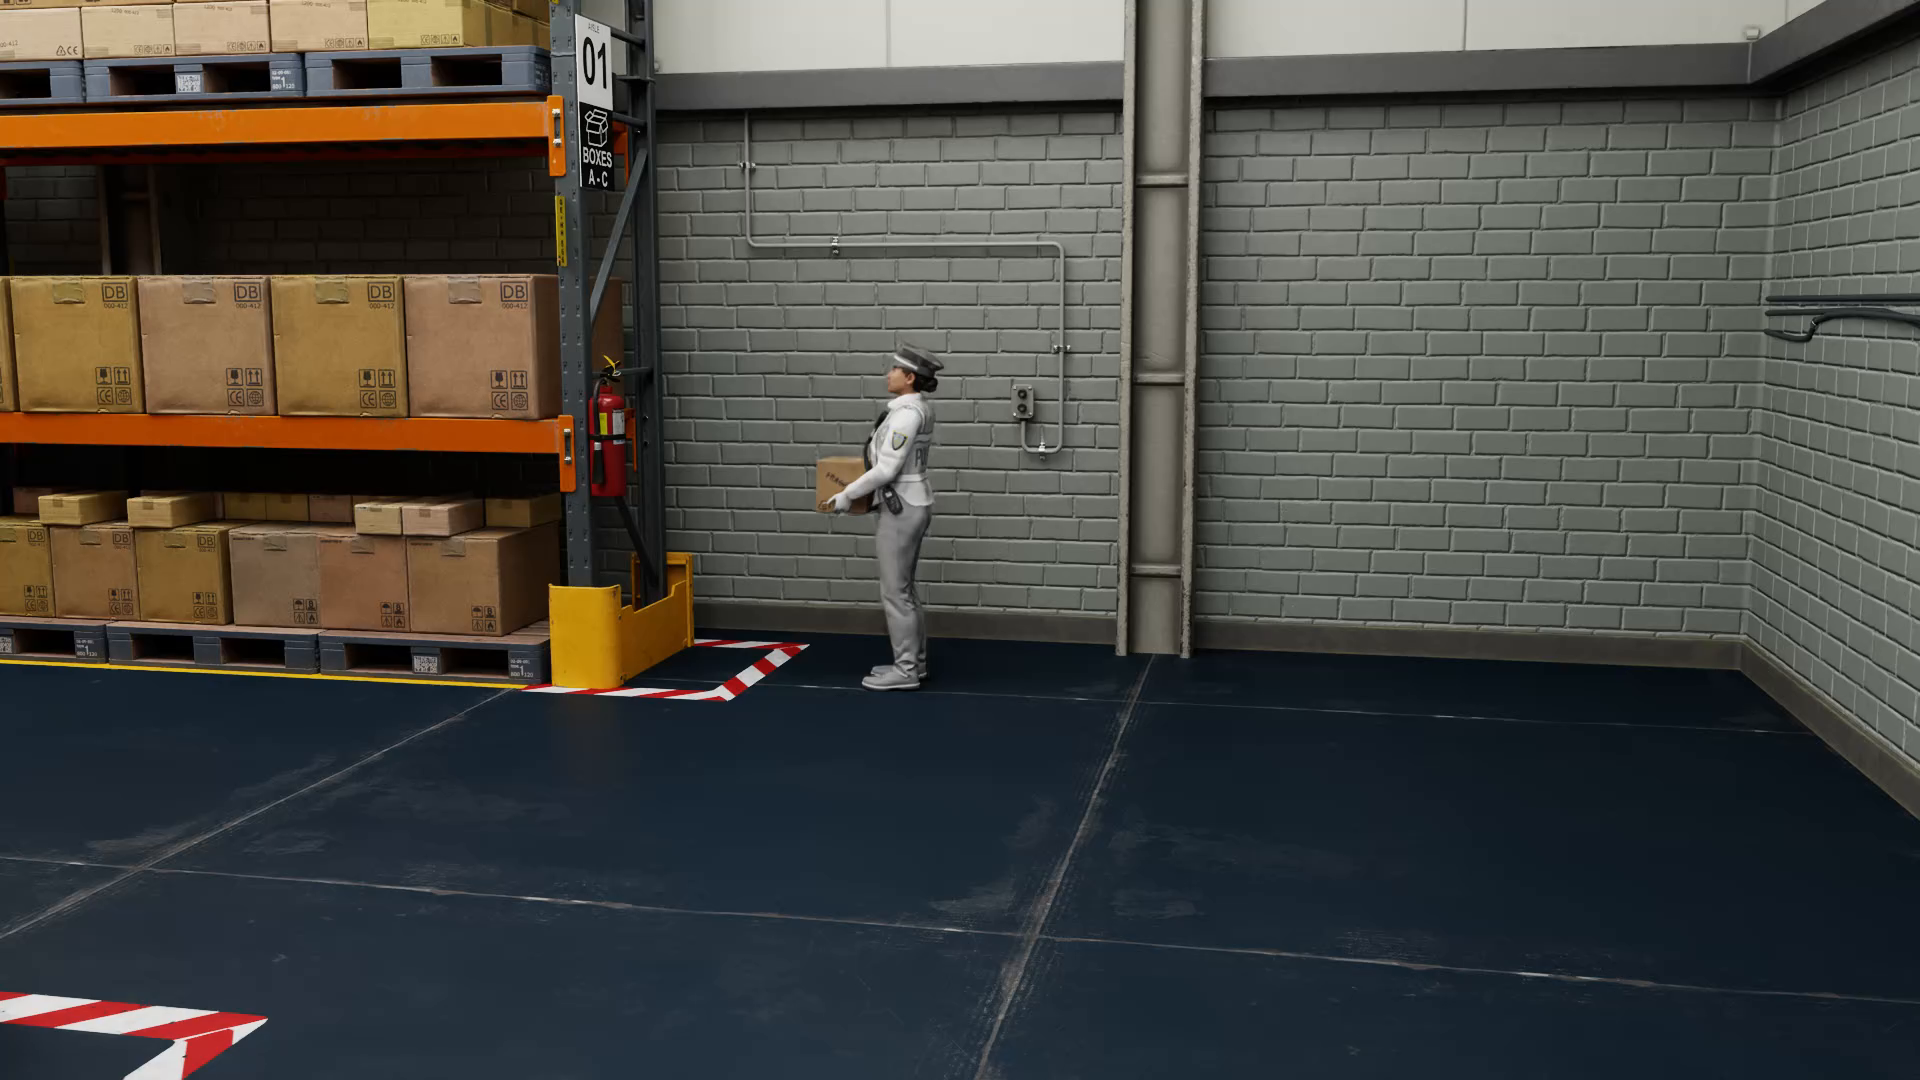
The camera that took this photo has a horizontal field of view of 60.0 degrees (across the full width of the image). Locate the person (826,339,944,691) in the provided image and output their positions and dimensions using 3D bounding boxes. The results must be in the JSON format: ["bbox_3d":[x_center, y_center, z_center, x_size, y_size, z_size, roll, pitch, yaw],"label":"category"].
[{"bbox_3d":[-0.353,-0.126,8.083,0.554,1.695,0.467,1,8,7],"label":"person"}]
